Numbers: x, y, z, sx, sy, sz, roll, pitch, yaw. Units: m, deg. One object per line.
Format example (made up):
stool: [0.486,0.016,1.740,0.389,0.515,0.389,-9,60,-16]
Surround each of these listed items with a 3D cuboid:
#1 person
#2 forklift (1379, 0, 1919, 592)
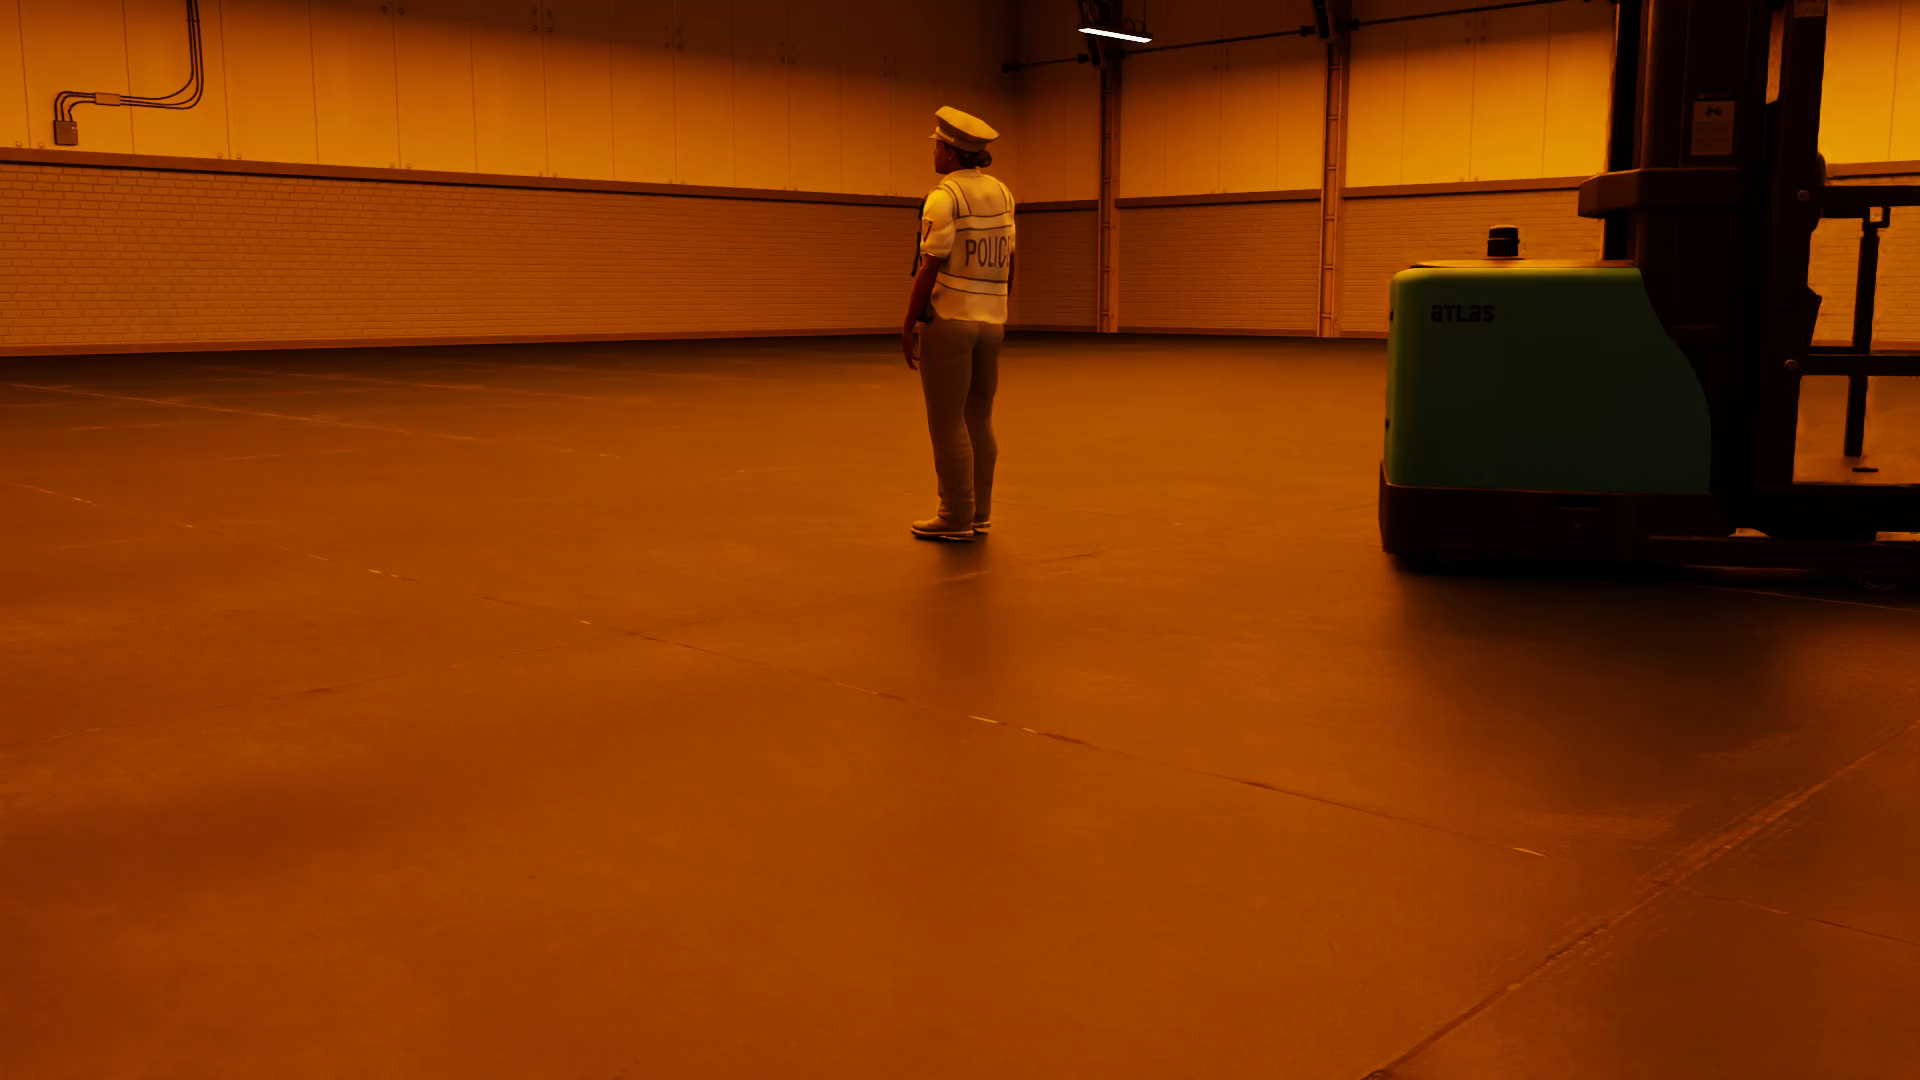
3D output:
person: [-0.041,-0.855,6.656,0.528,1.697,0.570,8,12,43]
forklift: [3.104,-1.357,5.885,3.031,2.935,1.130,2,9,13]
